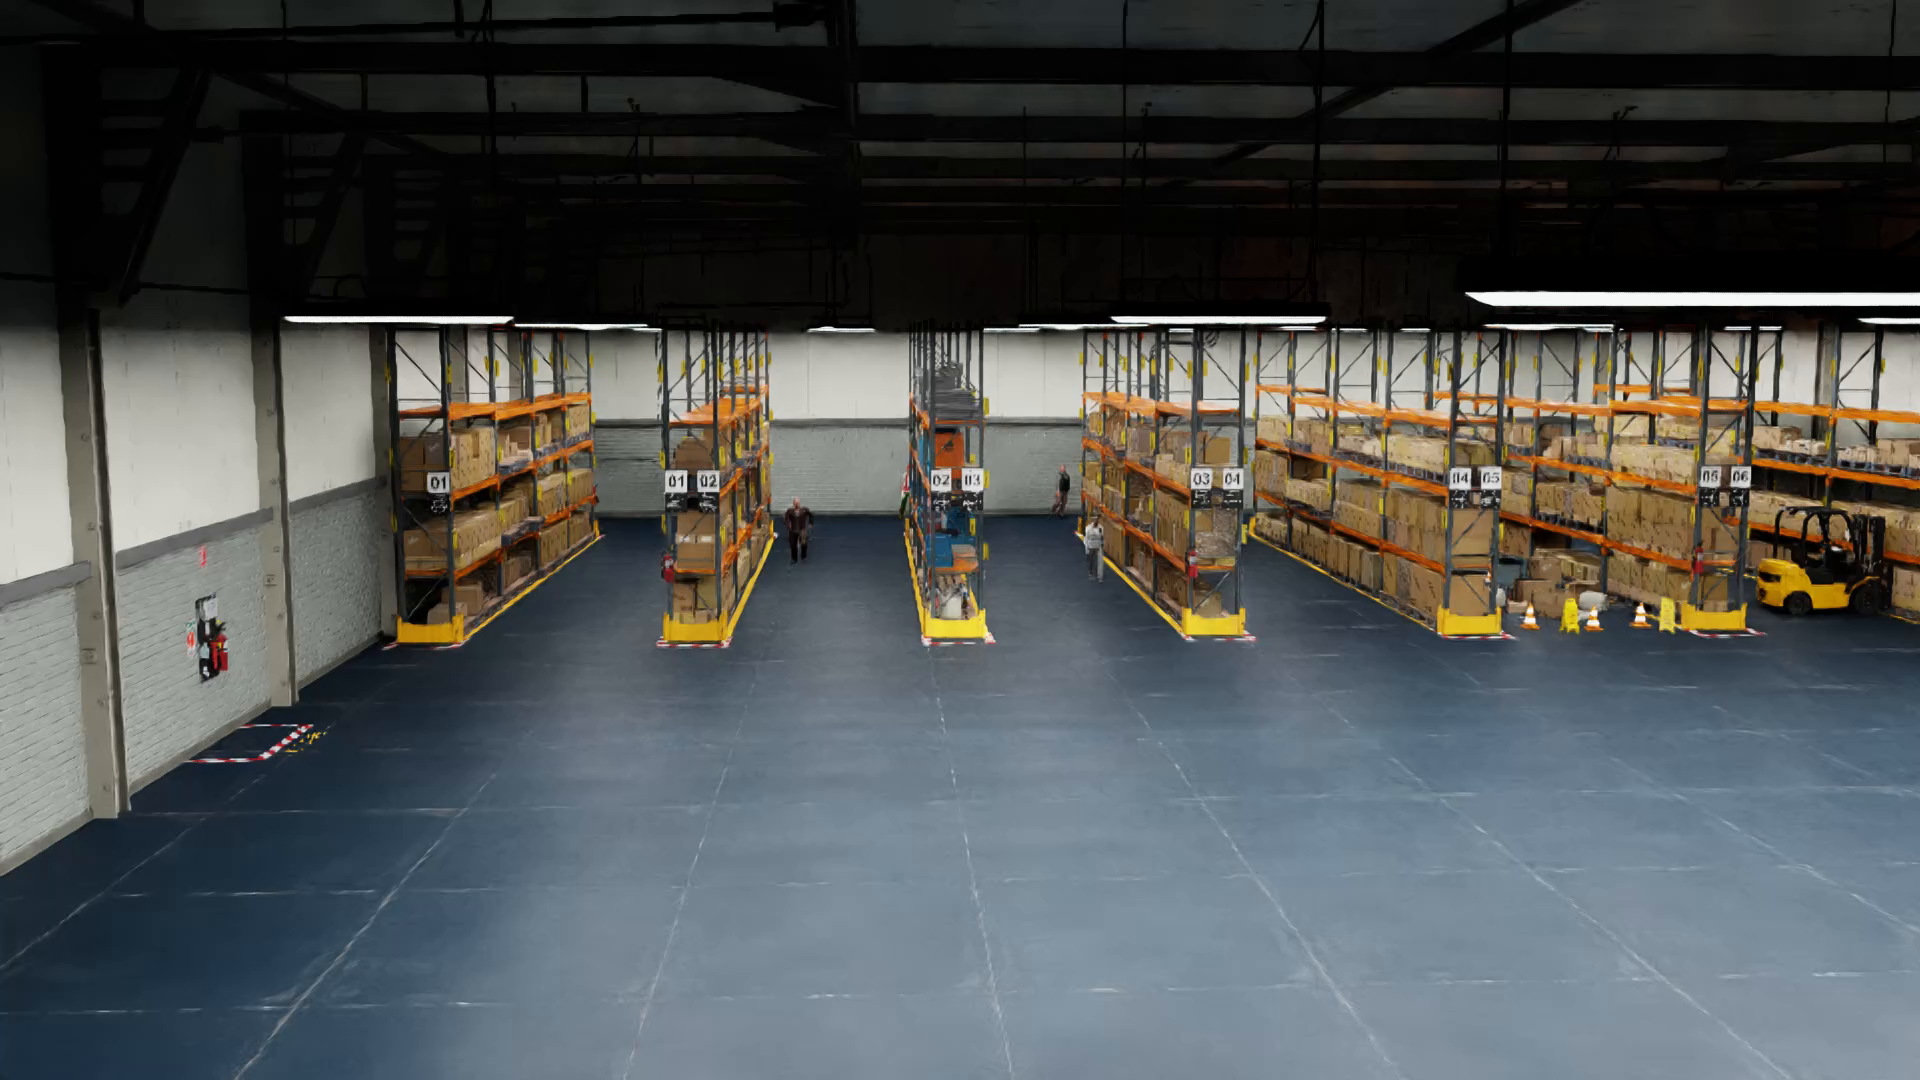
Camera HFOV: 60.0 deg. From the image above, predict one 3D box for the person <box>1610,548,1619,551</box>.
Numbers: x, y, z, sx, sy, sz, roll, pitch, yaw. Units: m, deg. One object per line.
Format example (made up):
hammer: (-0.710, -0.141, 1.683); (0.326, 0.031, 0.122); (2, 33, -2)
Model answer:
person: (17.425, -0.545, 43.631); (0.603, 1.744, 0.673); (2, 7, 16)

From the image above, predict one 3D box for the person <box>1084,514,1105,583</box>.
person: (3.115, 0.165, 38.506); (0.495, 1.587, 1.086); (0, 7, -1)

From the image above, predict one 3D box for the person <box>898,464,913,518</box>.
person: (-1.568, -1.496, 51.511); (0.593, 1.747, 0.968); (-3, 8, -26)

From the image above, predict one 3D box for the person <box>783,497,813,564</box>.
person: (-4.027, -0.223, 41.373); (0.718, 1.704, 0.845); (0, 7, 2)

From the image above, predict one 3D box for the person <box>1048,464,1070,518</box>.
person: (3.083, -1.528, 51.825); (0.706, 1.711, 0.518); (-7, 10, -44)
